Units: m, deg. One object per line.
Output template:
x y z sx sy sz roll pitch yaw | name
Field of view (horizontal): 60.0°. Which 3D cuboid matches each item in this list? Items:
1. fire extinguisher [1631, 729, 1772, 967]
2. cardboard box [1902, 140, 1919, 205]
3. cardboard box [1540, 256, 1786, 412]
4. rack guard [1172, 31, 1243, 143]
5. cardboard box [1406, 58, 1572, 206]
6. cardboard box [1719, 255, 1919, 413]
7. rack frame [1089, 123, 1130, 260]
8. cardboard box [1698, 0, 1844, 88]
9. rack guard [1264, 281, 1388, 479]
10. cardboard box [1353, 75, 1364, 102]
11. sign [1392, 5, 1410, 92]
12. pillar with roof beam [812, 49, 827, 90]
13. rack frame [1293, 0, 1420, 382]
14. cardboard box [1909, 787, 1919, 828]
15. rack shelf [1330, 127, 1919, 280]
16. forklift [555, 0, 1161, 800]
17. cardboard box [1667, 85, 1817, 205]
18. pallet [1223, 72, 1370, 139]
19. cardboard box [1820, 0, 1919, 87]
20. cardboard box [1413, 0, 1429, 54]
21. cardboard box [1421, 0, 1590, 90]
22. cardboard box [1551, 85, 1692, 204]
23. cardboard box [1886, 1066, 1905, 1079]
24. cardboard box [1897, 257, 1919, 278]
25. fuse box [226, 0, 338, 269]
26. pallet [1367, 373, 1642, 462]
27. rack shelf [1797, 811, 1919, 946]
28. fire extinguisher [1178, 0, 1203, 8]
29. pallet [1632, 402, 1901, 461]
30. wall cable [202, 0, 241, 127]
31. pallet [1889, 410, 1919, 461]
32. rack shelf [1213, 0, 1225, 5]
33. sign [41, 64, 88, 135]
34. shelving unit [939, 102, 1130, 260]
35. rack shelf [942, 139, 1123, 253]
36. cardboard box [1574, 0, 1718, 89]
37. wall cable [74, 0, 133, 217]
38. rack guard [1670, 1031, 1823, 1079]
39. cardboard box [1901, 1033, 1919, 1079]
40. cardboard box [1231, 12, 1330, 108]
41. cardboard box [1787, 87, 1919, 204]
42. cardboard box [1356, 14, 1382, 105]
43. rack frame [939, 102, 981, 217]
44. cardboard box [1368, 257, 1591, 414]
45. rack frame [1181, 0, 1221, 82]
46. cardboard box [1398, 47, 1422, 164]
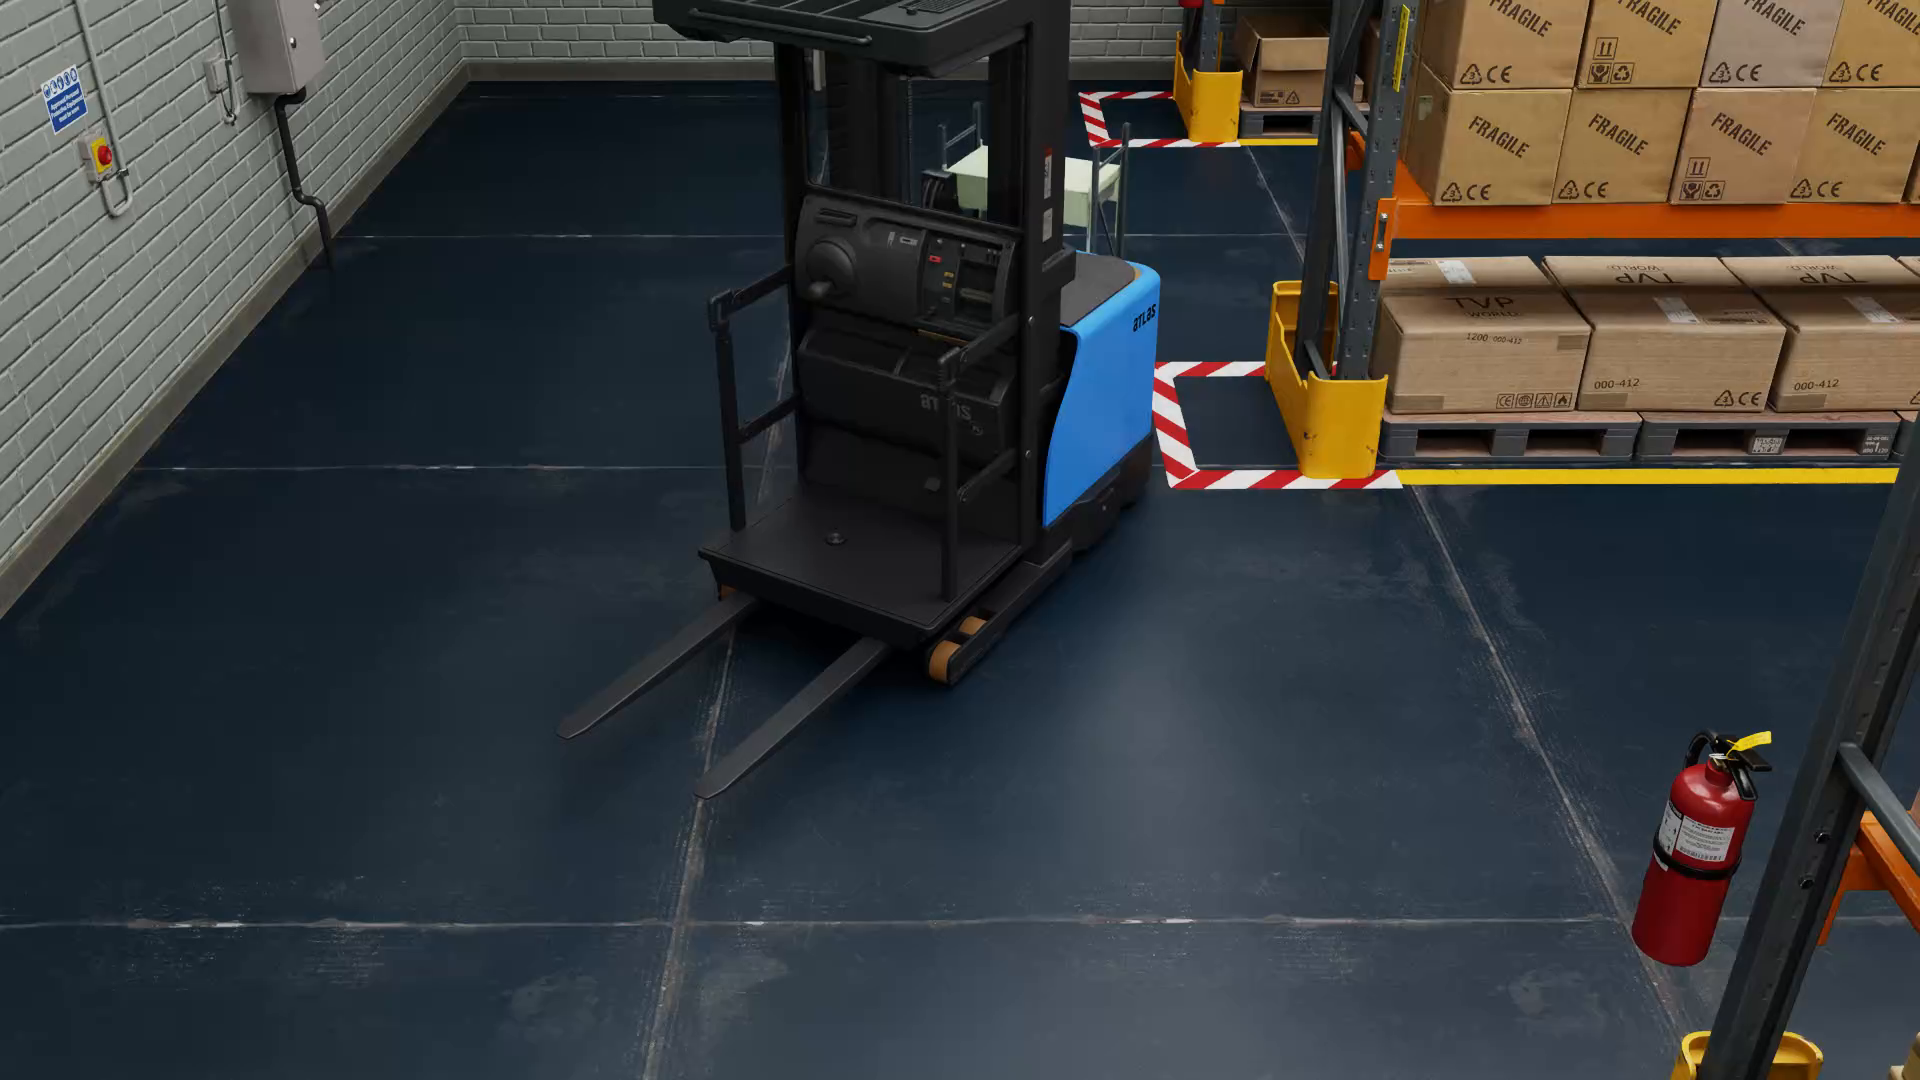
1.659 0.652 3.717 0.183 0.674 0.296 0 31 0 | fire extinguisher
4.303 -1.776 7.190 0.500 0.500 0.500 -1 31 -1 | cardboard box
3.357 -1.014 8.095 0.875 0.438 0.875 1 31 1 | cardboard box
1.825 -3.375 12.331 0.348 0.500 1.175 0 31 0 | rack guard
2.264 -1.764 7.169 0.500 0.500 0.500 0 31 -1 | cardboard box
4.259 -1.016 8.098 0.875 0.438 0.875 -1 31 -2 | cardboard box
0.664 -1.130 7.666 0.023 1.500 0.400 14 34 21 | rack frame
3.296 -2.204 6.930 0.500 0.500 0.500 0 31 -1 | cardboard box
1.758 -0.800 8.087 0.348 0.500 1.175 0 31 0 | rack guard
2.786 -3.338 12.204 0.250 0.149 0.380 -1 31 -2 | cardboard box
1.780 -1.985 6.719 0.005 0.325 0.100 0 31 0 | sign
-0.927 -5.234 7.202 0.400 9.000 9.100 0 31 0 | pillar with roof beam
1.782 -1.869 7.438 0.127 3.000 1.000 0 31 0 | rack frame
2.238 0.658 3.515 0.250 0.149 0.380 0 31 0 | cardboard box
3.782 -1.567 7.635 4.000 0.370 1.077 0 31 0 | rack shelf
-0.324 -0.977 6.035 1.130 2.935 3.031 18 35 26 | forklift
3.279 -1.772 7.183 0.500 0.500 0.500 0 31 -1 | cardboard box
2.622 -3.254 12.411 1.213 0.211 1.003 0 31 0 | pallet
3.794 -2.206 6.933 0.500 0.500 0.500 0 31 0 | cardboard box
2.263 -2.464 7.359 0.500 0.500 0.500 1 31 1 | cardboard box
2.264 -2.193 6.912 0.500 0.500 0.500 -1 31 -1 | cardboard box
2.770 -1.780 7.196 0.500 0.500 0.500 -1 31 -1 | cardboard box
2.439 1.461 4.007 0.250 0.149 0.380 -1 31 -2 | cardboard box
5.154 -1.019 8.103 0.875 0.438 0.875 -1 31 -1 | cardboard box
-3.723 -2.378 9.520 0.414 1.711 0.539 0 31 0 | fuse box
2.582 -0.720 8.233 1.213 0.211 1.003 0 31 0 | pallet
3.913 1.000 3.404 4.000 0.370 1.077 0 31 0 | rack shelf
1.605 -4.011 11.403 0.183 0.674 0.296 0 31 0 | fire extinguisher
3.798 -0.722 8.236 1.213 0.211 1.003 0 31 0 | pallet
-3.876 -3.009 8.338 0.122 1.984 0.588 0 31 0 | wall cable
5.022 -0.727 8.245 1.213 0.211 1.003 0 31 0 | pallet
3.749 -4.142 11.879 4.000 0.370 1.077 0 31 0 | rack shelf
-3.917 -1.929 7.278 0.001 0.218 0.327 0 31 0 | sign
0.333 -1.211 7.800 0.755 1.500 0.431 14 34 21 | shelving unit
0.333 -1.545 7.598 0.720 0.370 0.431 14 34 21 | rack shelf
2.781 -2.198 6.921 0.500 0.500 0.500 -1 31 -2 | cardboard box
-3.856 -2.287 7.118 0.123 1.953 0.585 0 31 0 | wall cable
1.989 1.767 3.856 0.348 0.500 1.175 0 31 0 | rack guard
2.441 1.350 3.903 0.250 0.149 0.380 0 31 0 | cardboard box
2.361 -3.508 12.143 0.637 0.503 0.797 -1 31 -2 | cardboard box
3.779 -1.783 7.200 0.500 0.500 0.500 1 31 1 | cardboard box
3.216 -3.490 12.115 0.500 0.500 0.700 1 31 2 | cardboard box
0.003 -1.292 7.934 0.023 1.500 0.400 14 34 21 | rack frame
2.442 -1.007 8.083 0.875 0.438 0.875 -1 31 -2 | cardboard box
1.749 -4.443 11.682 0.127 3.000 1.000 0 31 0 | rack frame
2.263 -2.050 7.641 0.500 0.500 0.500 0 31 0 | cardboard box
